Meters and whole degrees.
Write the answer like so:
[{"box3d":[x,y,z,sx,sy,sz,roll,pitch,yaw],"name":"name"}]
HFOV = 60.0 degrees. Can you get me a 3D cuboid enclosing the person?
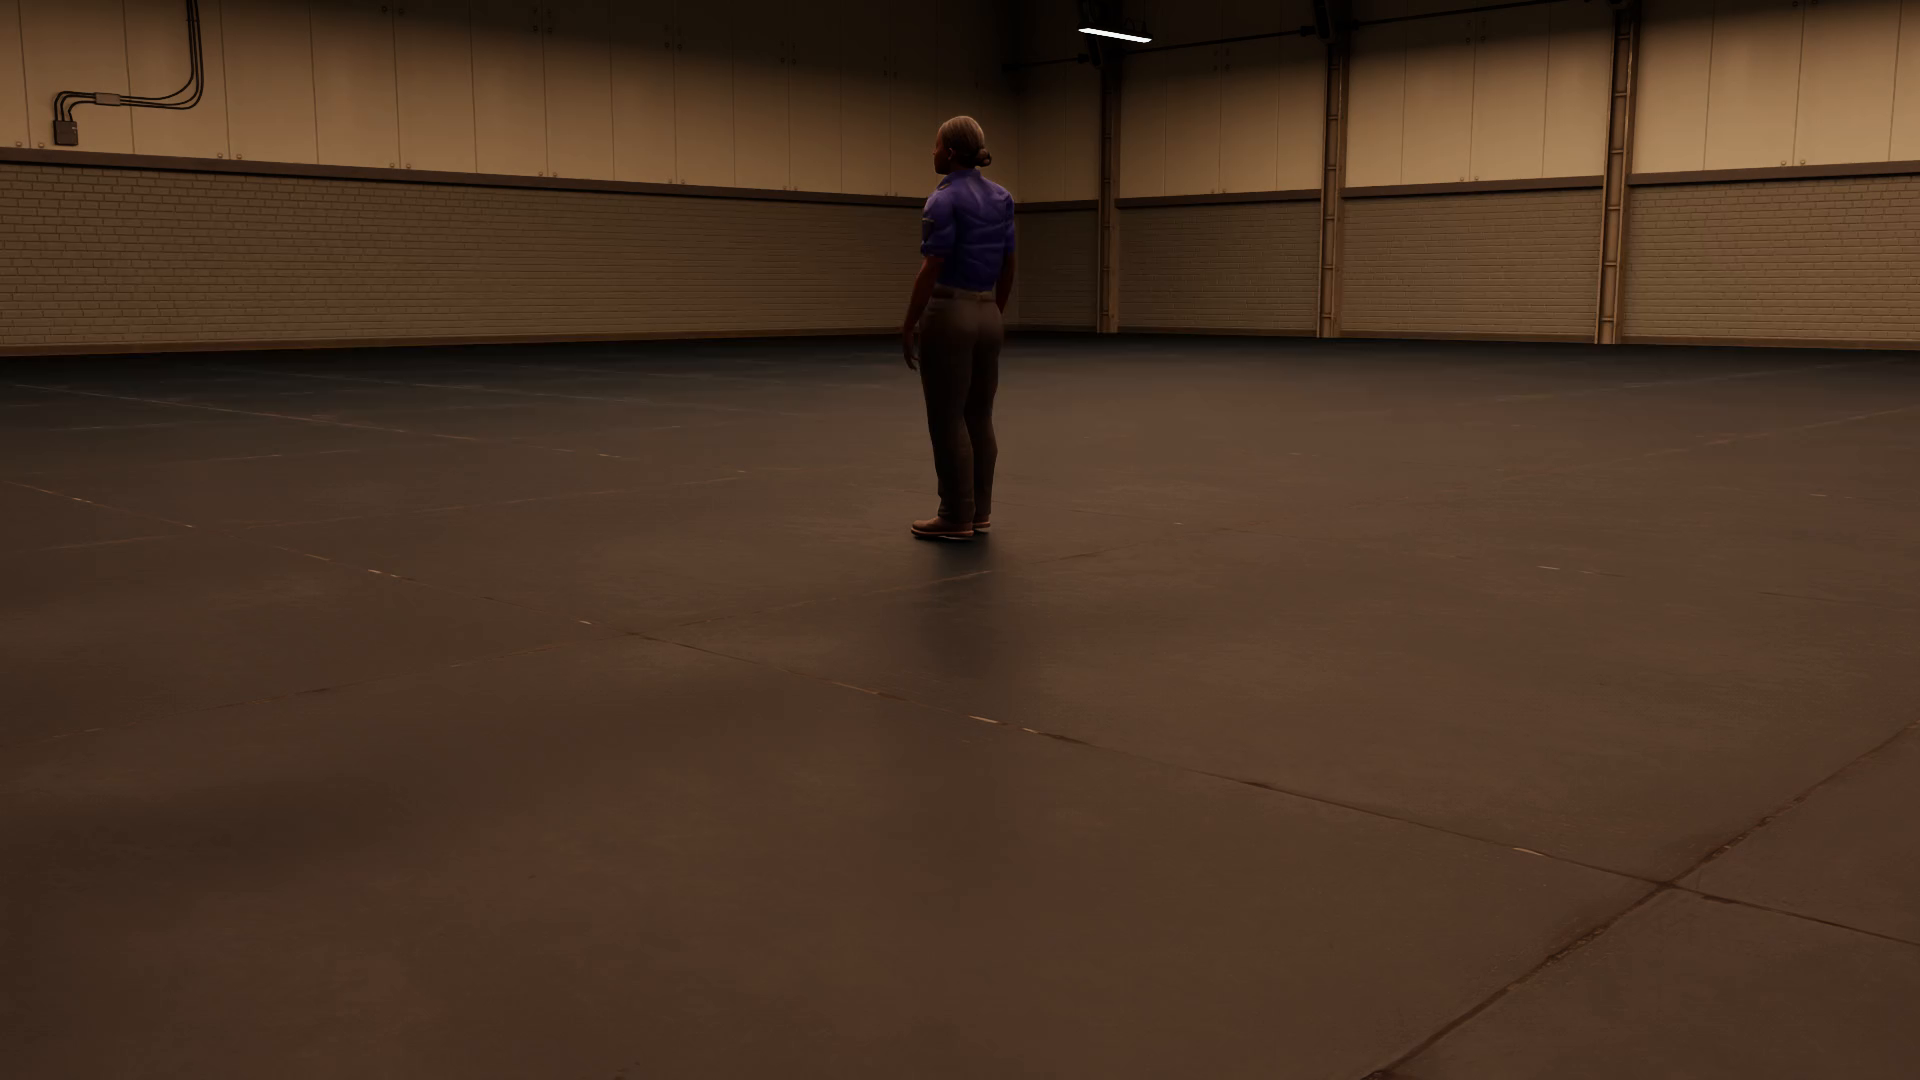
[{"box3d":[-0.050,-0.830,6.669,0.502,1.643,0.570,8,12,43],"name":"person"}]
